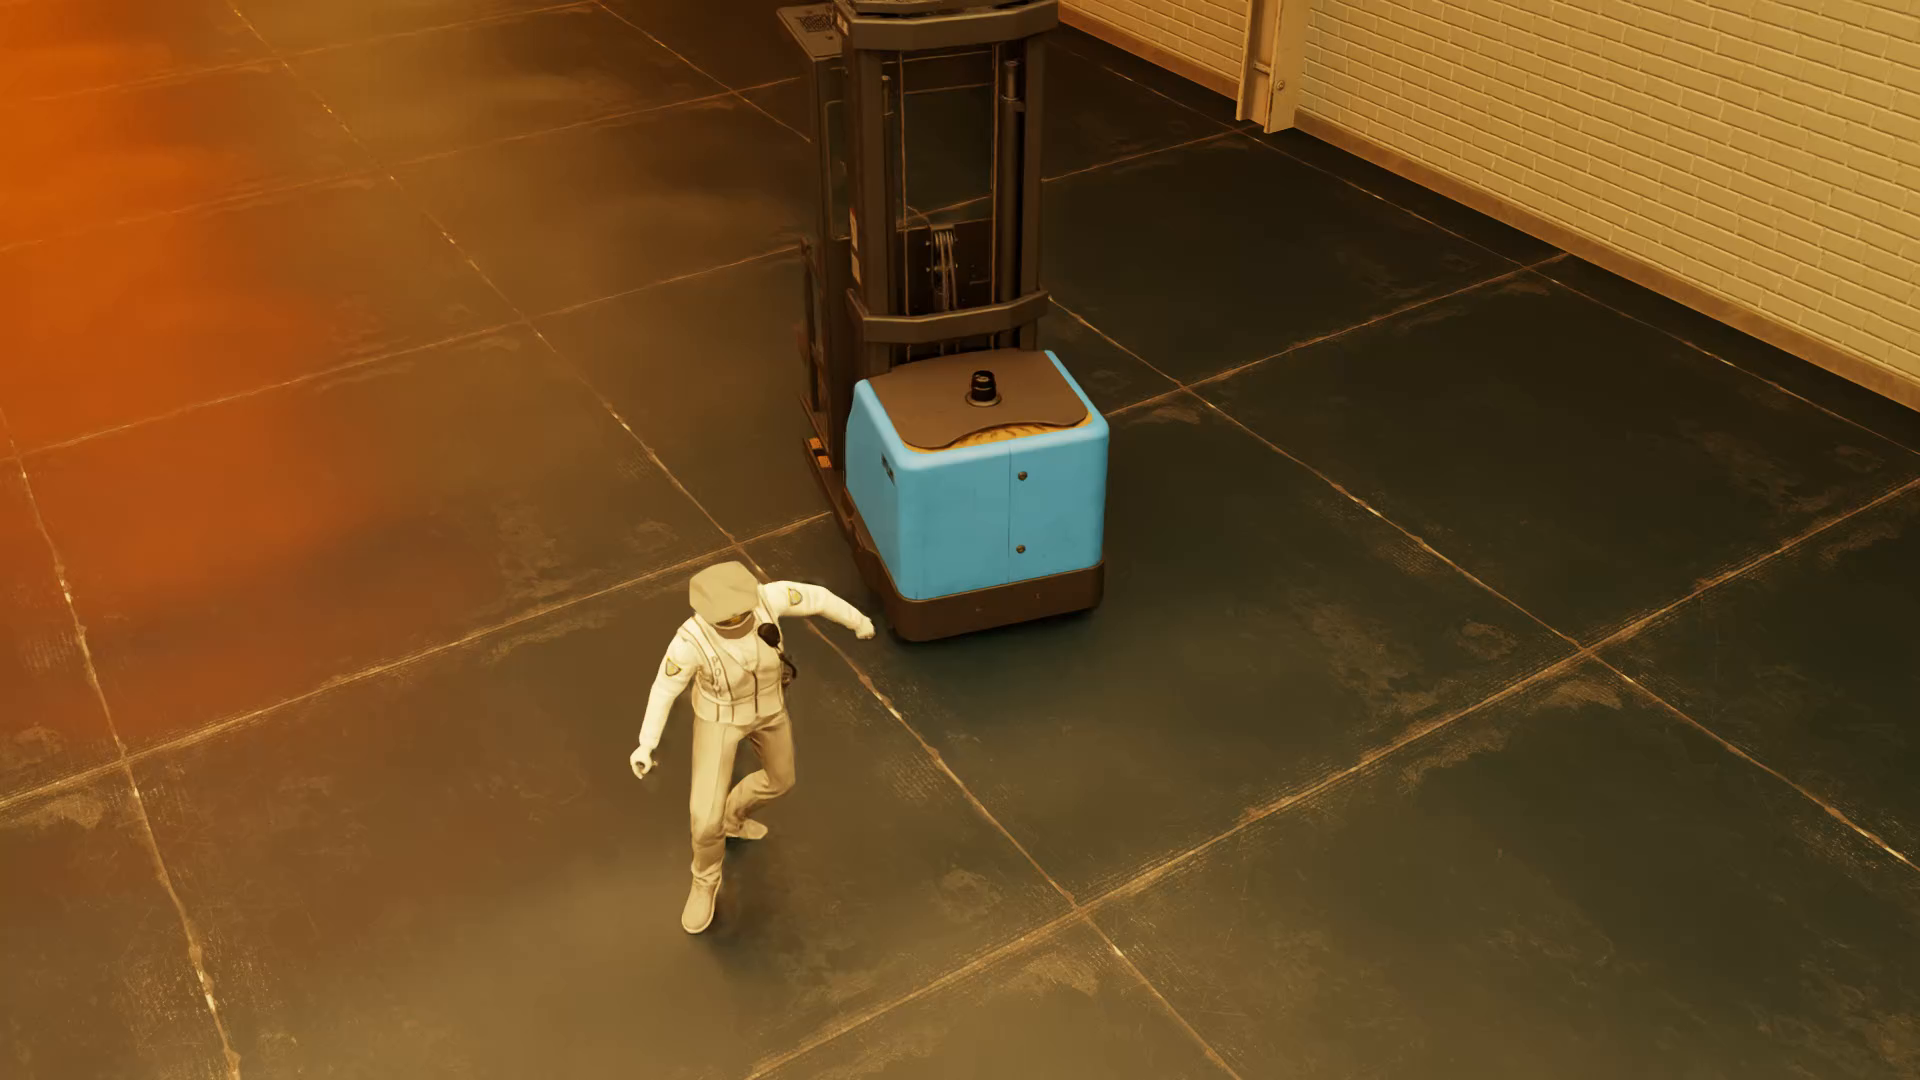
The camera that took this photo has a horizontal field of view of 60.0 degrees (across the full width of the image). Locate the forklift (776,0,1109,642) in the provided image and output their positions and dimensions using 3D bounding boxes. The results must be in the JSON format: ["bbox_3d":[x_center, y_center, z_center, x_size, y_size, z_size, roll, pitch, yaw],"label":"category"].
[{"bbox_3d":[-0.239,-1.561,8.370,1.130,2.935,3.031,-11,36,-15],"label":"forklift"}]

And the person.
[{"bbox_3d":[-0.777,0.666,6.453,1.059,1.600,0.550,-24,42,-30],"label":"person"}]
